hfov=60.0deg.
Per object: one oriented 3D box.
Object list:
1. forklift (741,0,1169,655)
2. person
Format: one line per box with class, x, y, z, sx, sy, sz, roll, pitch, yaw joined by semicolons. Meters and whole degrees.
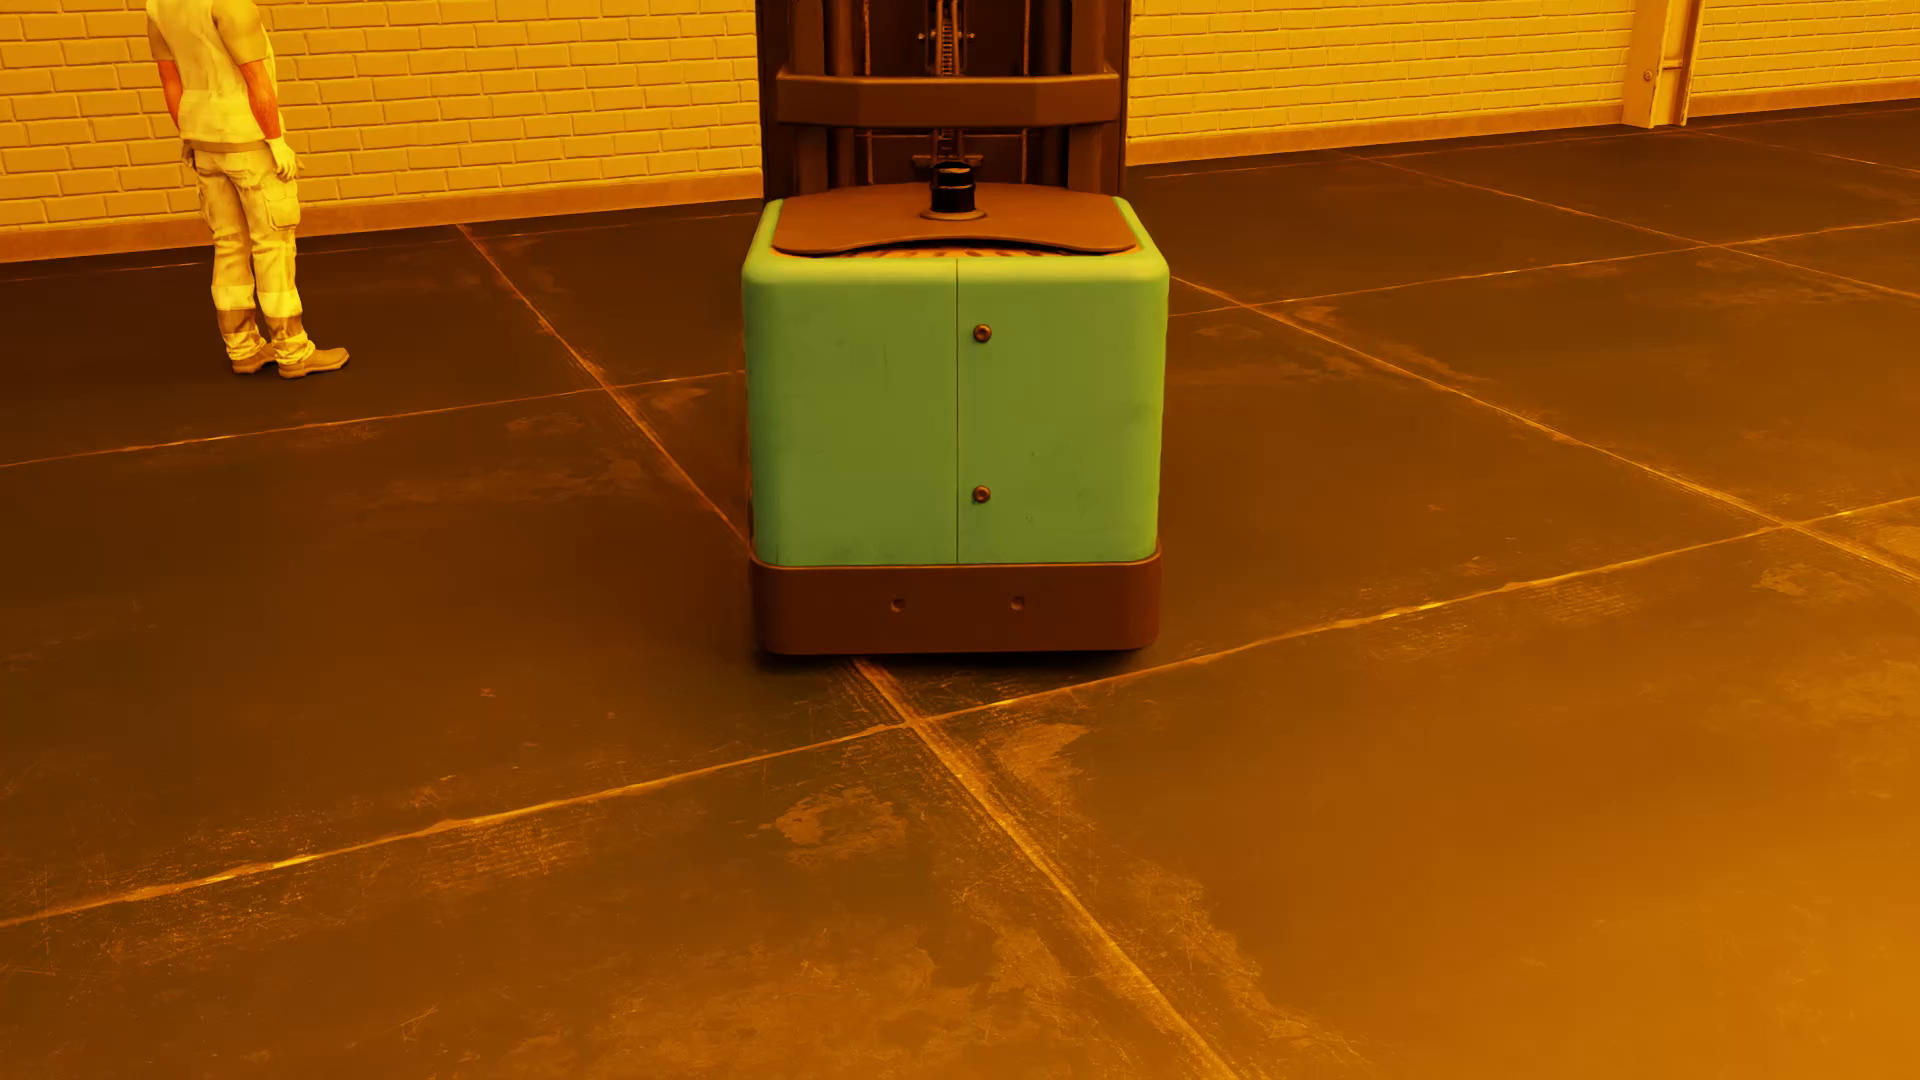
forklift;-0.057;-1.580;5.090;1.130;2.935;3.031;-1;23;-2
person;-2.797;-1.530;6.458;0.535;1.795;0.372;9;24;22
